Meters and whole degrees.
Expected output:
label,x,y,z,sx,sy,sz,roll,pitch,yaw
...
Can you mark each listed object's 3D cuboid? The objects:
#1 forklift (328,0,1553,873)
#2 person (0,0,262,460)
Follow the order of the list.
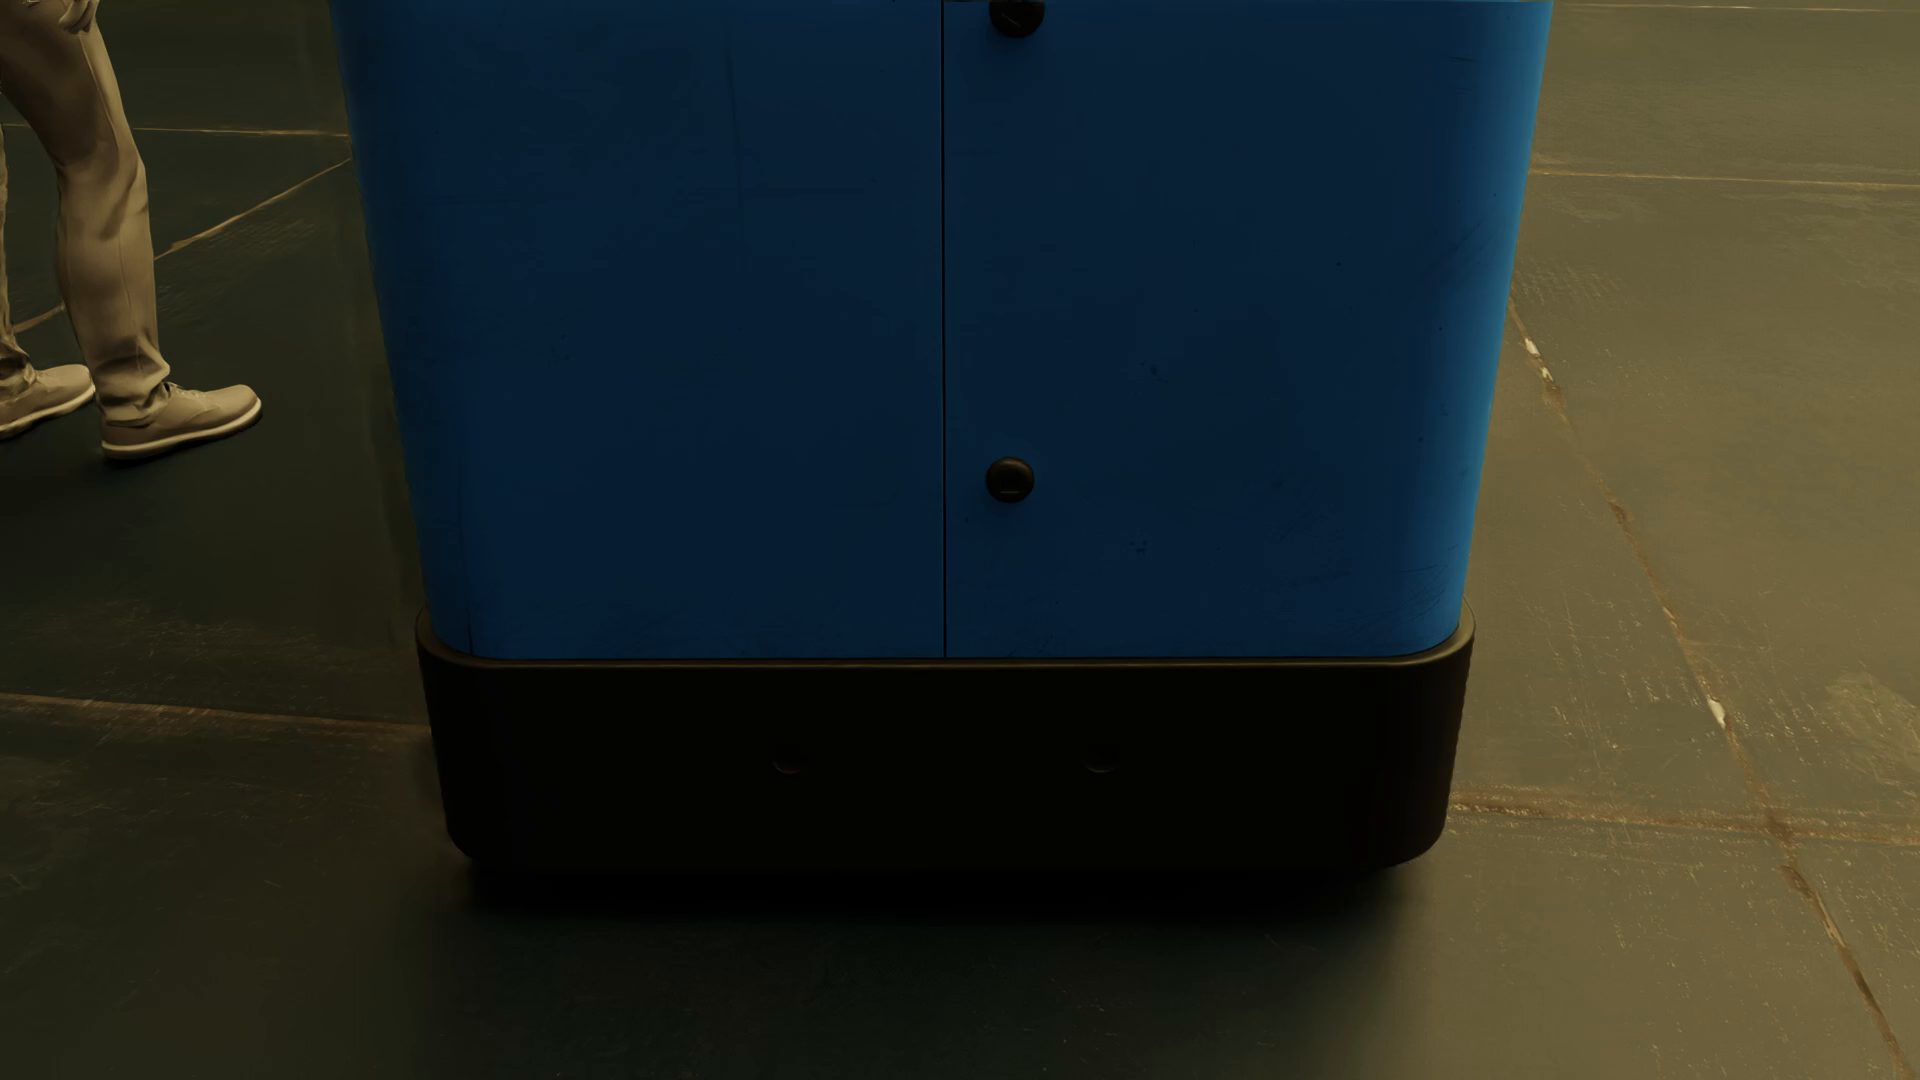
label,x,y,z,sx,sy,sz,roll,pitch,yaw
forklift,-0.022,-1.590,2.404,1.130,2.935,3.031,0,27,0
person,-1.518,-0.932,2.488,0.624,1.681,0.403,9,28,18
